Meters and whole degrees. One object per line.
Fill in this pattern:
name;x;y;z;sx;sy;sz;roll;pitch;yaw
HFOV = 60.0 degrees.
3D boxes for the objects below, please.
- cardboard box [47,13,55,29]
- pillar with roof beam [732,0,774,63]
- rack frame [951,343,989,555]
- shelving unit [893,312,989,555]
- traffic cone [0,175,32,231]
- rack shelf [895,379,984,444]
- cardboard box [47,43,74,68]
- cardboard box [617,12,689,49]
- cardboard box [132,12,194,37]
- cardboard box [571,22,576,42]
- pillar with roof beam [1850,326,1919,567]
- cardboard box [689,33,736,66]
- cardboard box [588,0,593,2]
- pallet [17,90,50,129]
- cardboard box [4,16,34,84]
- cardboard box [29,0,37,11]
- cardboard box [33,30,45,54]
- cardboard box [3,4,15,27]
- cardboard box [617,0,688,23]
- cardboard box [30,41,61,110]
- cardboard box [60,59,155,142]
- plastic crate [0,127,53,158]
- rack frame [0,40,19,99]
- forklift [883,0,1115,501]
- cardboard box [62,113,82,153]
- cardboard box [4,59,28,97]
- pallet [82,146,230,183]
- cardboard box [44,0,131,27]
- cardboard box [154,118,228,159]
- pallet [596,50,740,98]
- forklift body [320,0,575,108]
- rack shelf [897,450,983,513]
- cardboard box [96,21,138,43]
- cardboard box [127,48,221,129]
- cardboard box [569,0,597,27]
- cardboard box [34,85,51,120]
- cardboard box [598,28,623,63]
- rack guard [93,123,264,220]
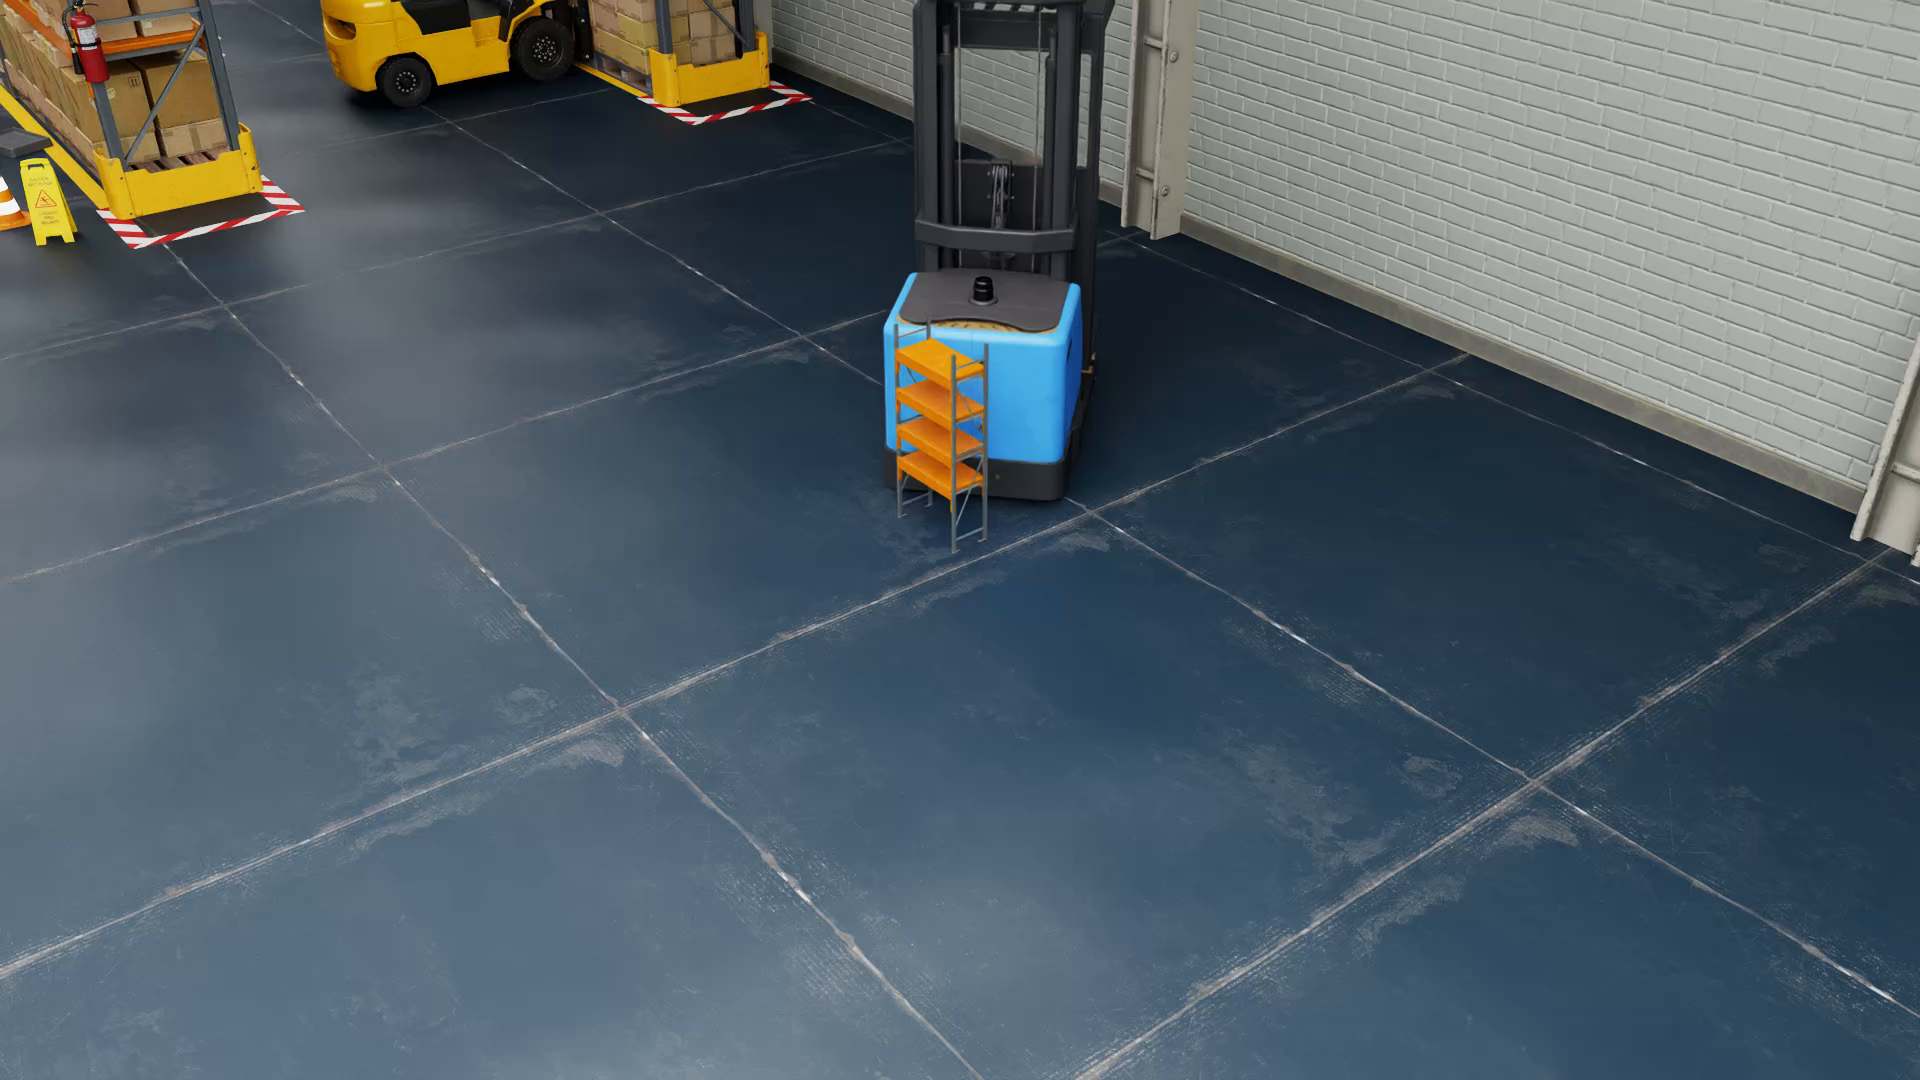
cardboard box;-7.141;-4.232;13.459;0.380;0.149;0.250;-23;39;-32
pillar with roof beam;-5.557;-7.414;12.657;9.100;9.000;0.400;-22;38;-31
rack frame;0.052;-0.473;8.874;0.240;1.200;0.015;-23;39;-32
shelving unit;-0.102;-0.573;9.035;0.258;1.200;0.503;-23;39;-32
traffic cone;-7.642;-2.753;13.244;0.336;0.463;0.334;-22;38;-31
rack shelf;-0.102;-0.705;8.952;0.258;0.148;0.480;-23;39;-32
cardboard box;-7.335;-4.054;13.816;0.380;0.149;0.250;-21;38;-30
cardboard box;-2.987;-5.000;16.192;0.500;0.250;0.500;-23;38;-32
cardboard box;-6.405;-4.170;13.360;0.380;0.149;0.250;-22;38;-31
cardboard box;-3.912;-5.411;17.327;0.500;0.250;0.500;-21;38;-30
pillar with roof beam;1.802;-2.412;4.605;9.100;9.000;0.400;-22;38;-31
cardboard box;-2.588;-4.954;16.592;0.500;0.250;0.500;-22;38;-31
cardboard box;-3.605;-5.620;16.716;0.500;0.250;0.500;-22;38;-31
pallet;-8.373;-4.283;15.945;1.003;0.211;1.213;-22;38;-31
cardboard box;-8.327;-4.512;15.169;0.500;0.500;0.500;-21;37;-30
cardboard box;-7.598;-4.559;13.985;0.380;0.149;0.250;-23;38;-32
cardboard box;-7.647;-4.270;14.165;0.380;0.149;0.250;-21;37;-29
cardboard box;-8.318;-4.722;14.892;0.380;0.149;0.250;-21;37;-30
cardboard box;-2.970;-5.202;16.043;0.500;0.250;0.500;-21;37;-30
cardboard box;-7.684;-4.076;14.467;0.500;0.500;0.500;-23;39;-32
cardboard box;-7.057;-3.647;13.776;0.500;0.500;0.500;-22;38;-31
plastic crate;-8.498;-3.576;14.931;0.583;0.080;0.402;18;36;27
rack frame;-8.813;-5.736;15.642;1.000;3.000;0.127;-22;38;-31
forklift;0.315;-2.232;10.066;1.130;2.935;3.031;5;32;8
cardboard box;-7.379;-3.547;14.326;0.500;0.250;0.500;-22;38;-31
cardboard box;-8.664;-4.413;15.720;0.500;0.250;0.500;-24;39;-33
pallet;-6.877;-3.266;14.308;1.003;0.211;1.213;-22;38;-31
cardboard box;-6.910;-4.374;13.074;0.500;0.500;0.500;-23;39;-32
cardboard box;-6.636;-3.505;14.258;0.500;0.250;0.500;-23;38;-32
pallet;-2.943;-4.797;16.773;1.003;0.211;1.213;-22;38;-31
forklift body;-5.045;-5.516;16.092;2.313;2.155;1.214;-22;38;-31
rack shelf;-0.102;-0.347;9.175;0.258;0.148;0.480;-23;39;-32
cardboard box;-6.758;-4.049;13.164;0.380;0.149;0.250;-21;37;-30
cardboard box;-6.651;-3.833;14.076;0.500;0.500;0.500;-24;39;-33
cardboard box;-3.619;-5.421;16.870;0.500;0.250;0.500;-23;39;-32
cardboard box;-8.000;-3.974;15.013;0.500;0.250;0.500;-23;38;-32
cardboard box;-3.276;-4.990;16.650;0.500;0.250;0.500;-22;38;-31
rack guard;-6.406;-3.038;13.668;1.175;0.500;0.348;-22;38;-31
